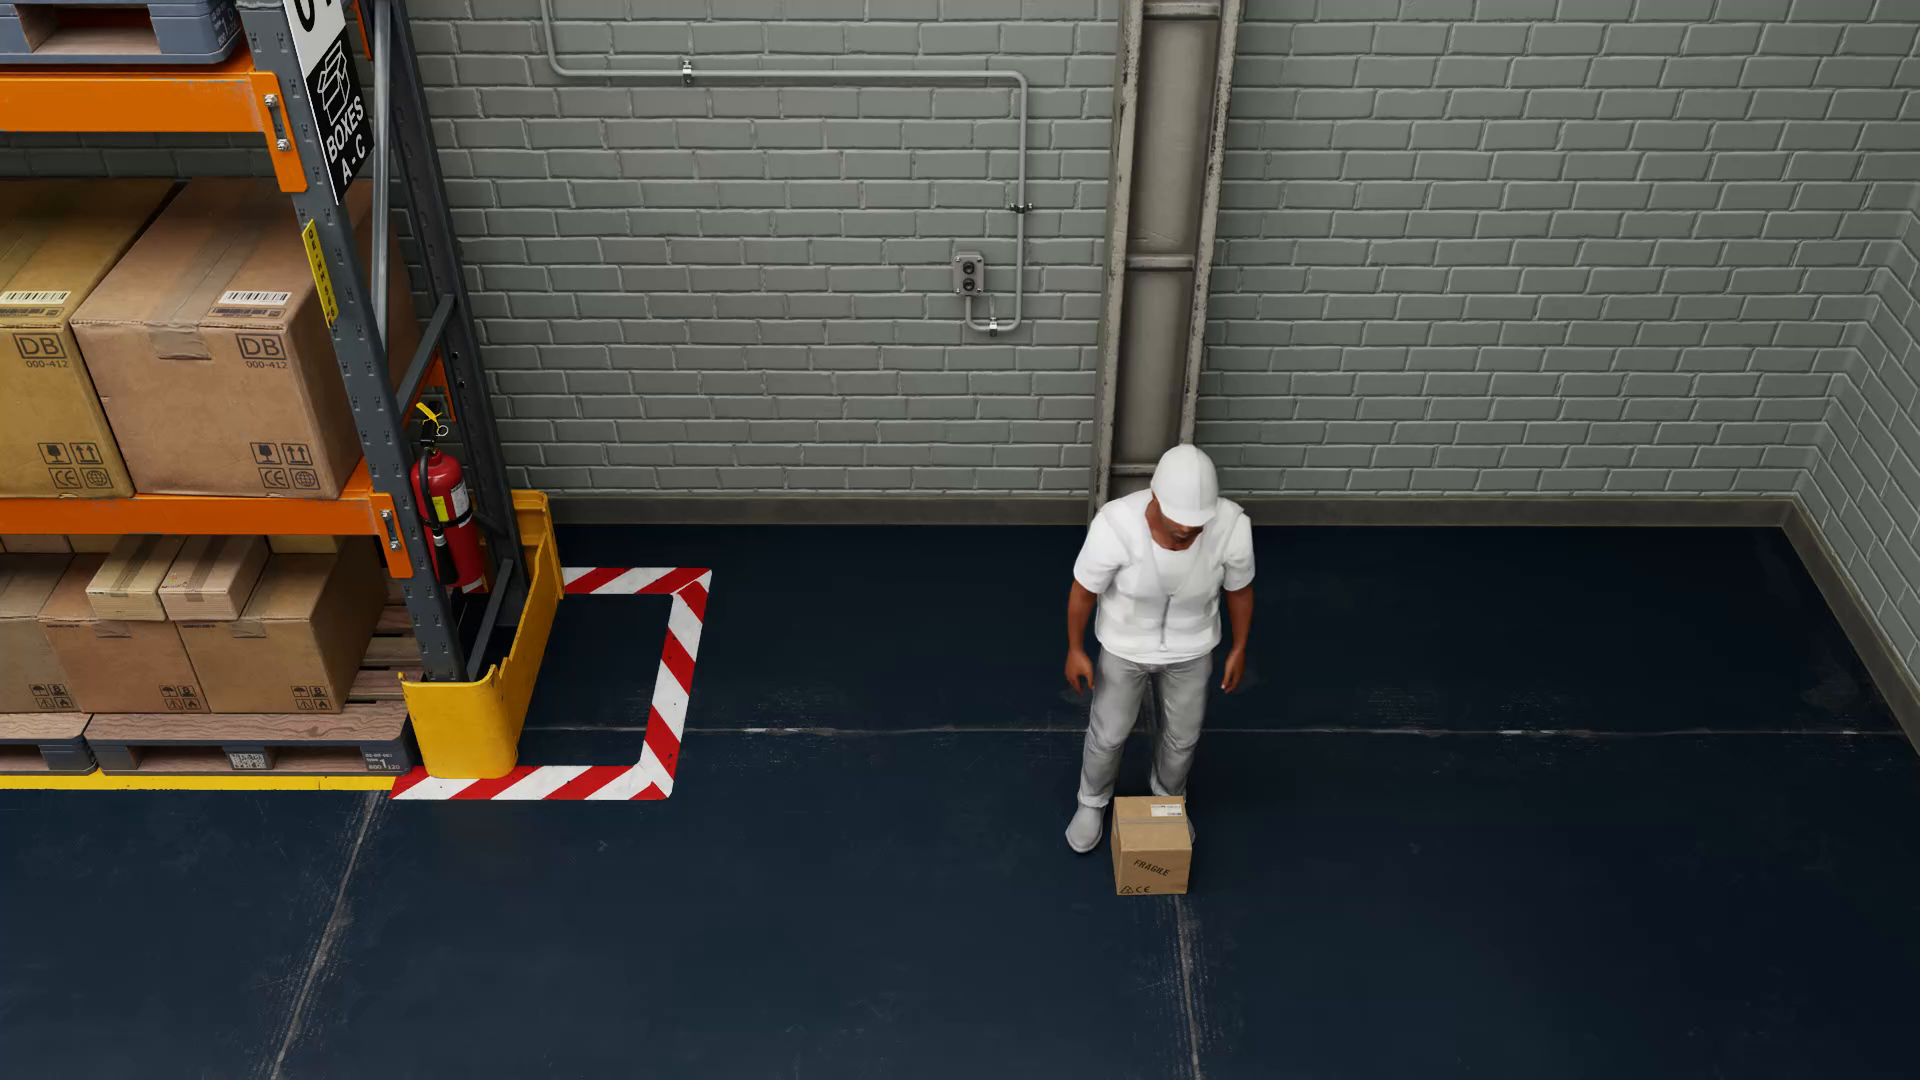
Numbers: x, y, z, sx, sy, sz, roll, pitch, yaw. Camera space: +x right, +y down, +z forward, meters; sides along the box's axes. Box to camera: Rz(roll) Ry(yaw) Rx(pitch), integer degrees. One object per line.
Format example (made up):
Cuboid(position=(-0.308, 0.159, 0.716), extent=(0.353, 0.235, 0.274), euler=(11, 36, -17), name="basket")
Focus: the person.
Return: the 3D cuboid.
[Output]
Cuboid(position=(0.675, 0.104, 5.460), extent=(0.633, 1.059, 0.463), euler=(-1, 39, -1), name="person")
